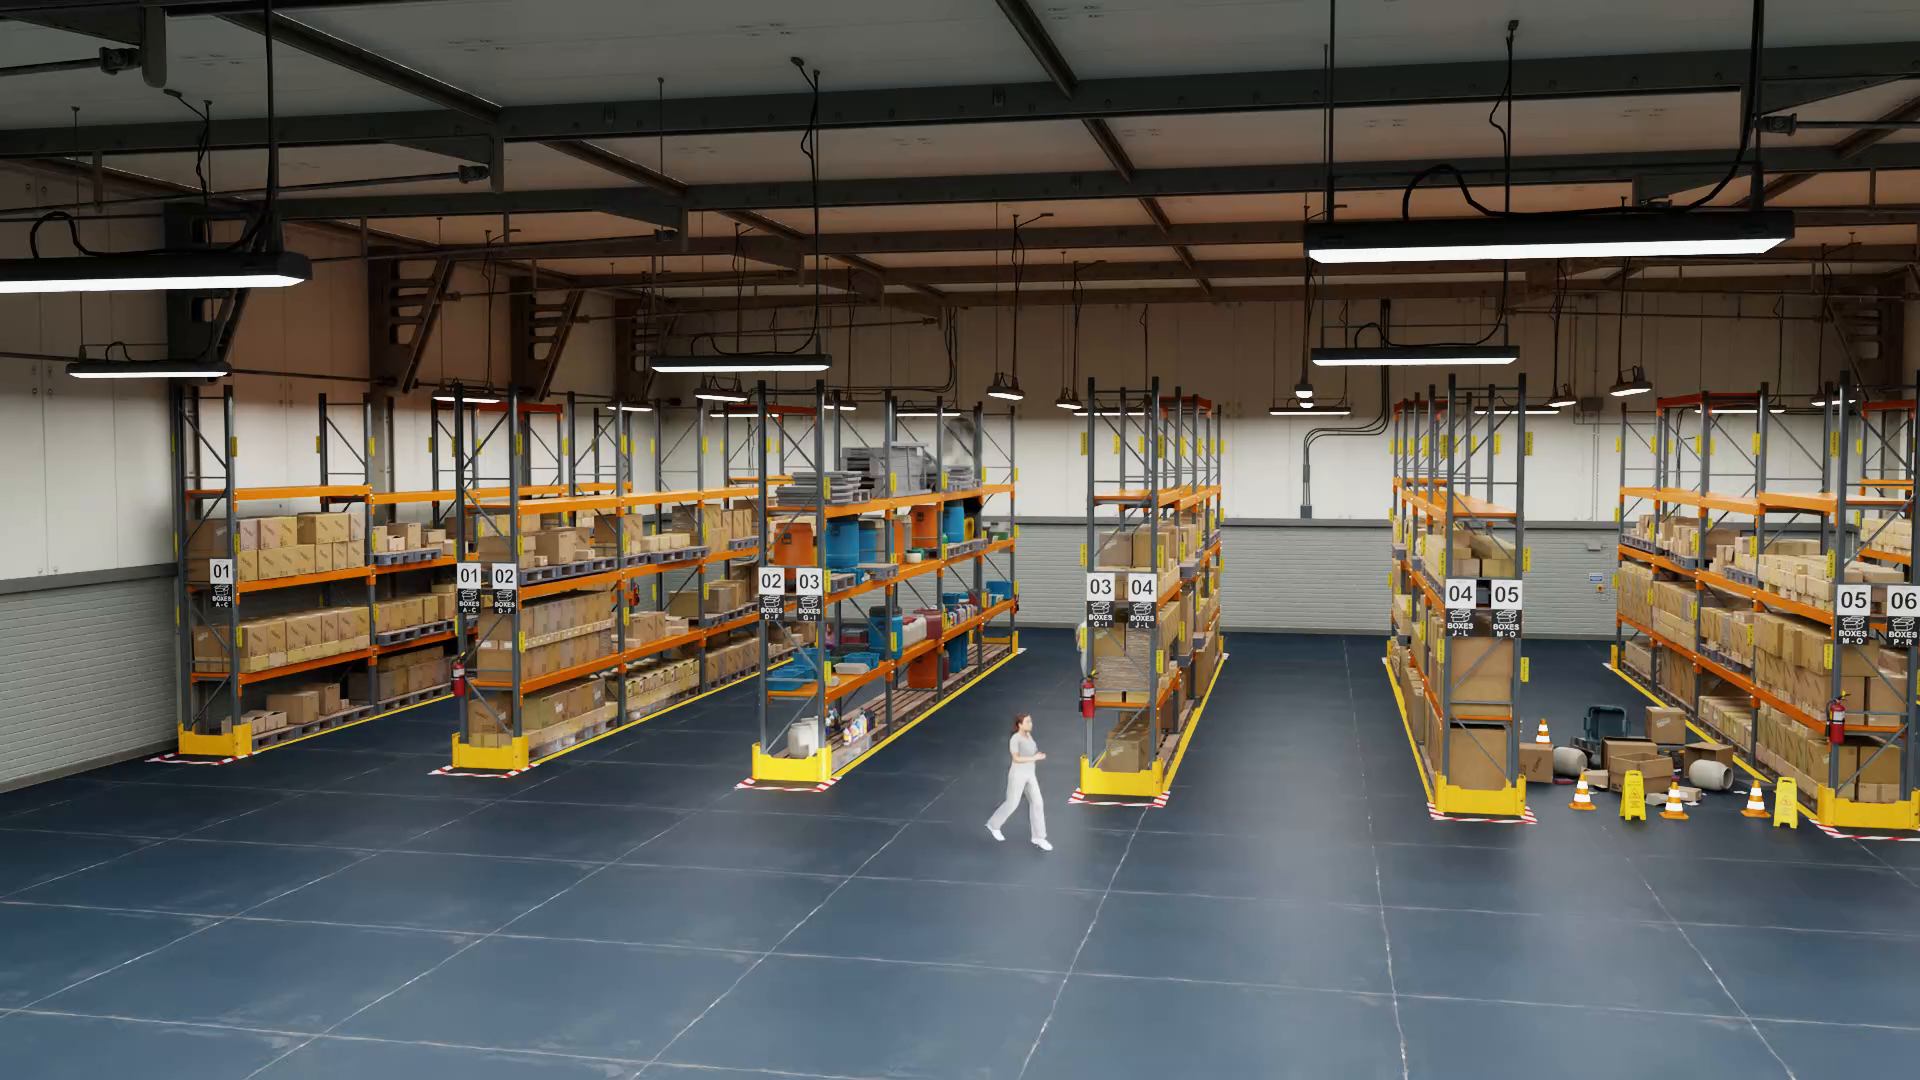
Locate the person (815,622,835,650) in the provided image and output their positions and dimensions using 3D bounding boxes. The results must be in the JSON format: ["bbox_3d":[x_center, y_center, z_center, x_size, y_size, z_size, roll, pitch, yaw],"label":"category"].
[{"bbox_3d":[-2.556,2.369,32.922,0.527,1.553,0.847,1,3,15],"label":"person"}]

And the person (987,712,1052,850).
[{"bbox_3d":[0.748,2.976,20.751,0.948,1.678,0.552,2,4,37],"label":"person"}]

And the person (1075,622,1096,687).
[{"bbox_3d":[2.627,2.269,33.398,0.681,1.759,0.778,1,3,13],"label":"person"}]
